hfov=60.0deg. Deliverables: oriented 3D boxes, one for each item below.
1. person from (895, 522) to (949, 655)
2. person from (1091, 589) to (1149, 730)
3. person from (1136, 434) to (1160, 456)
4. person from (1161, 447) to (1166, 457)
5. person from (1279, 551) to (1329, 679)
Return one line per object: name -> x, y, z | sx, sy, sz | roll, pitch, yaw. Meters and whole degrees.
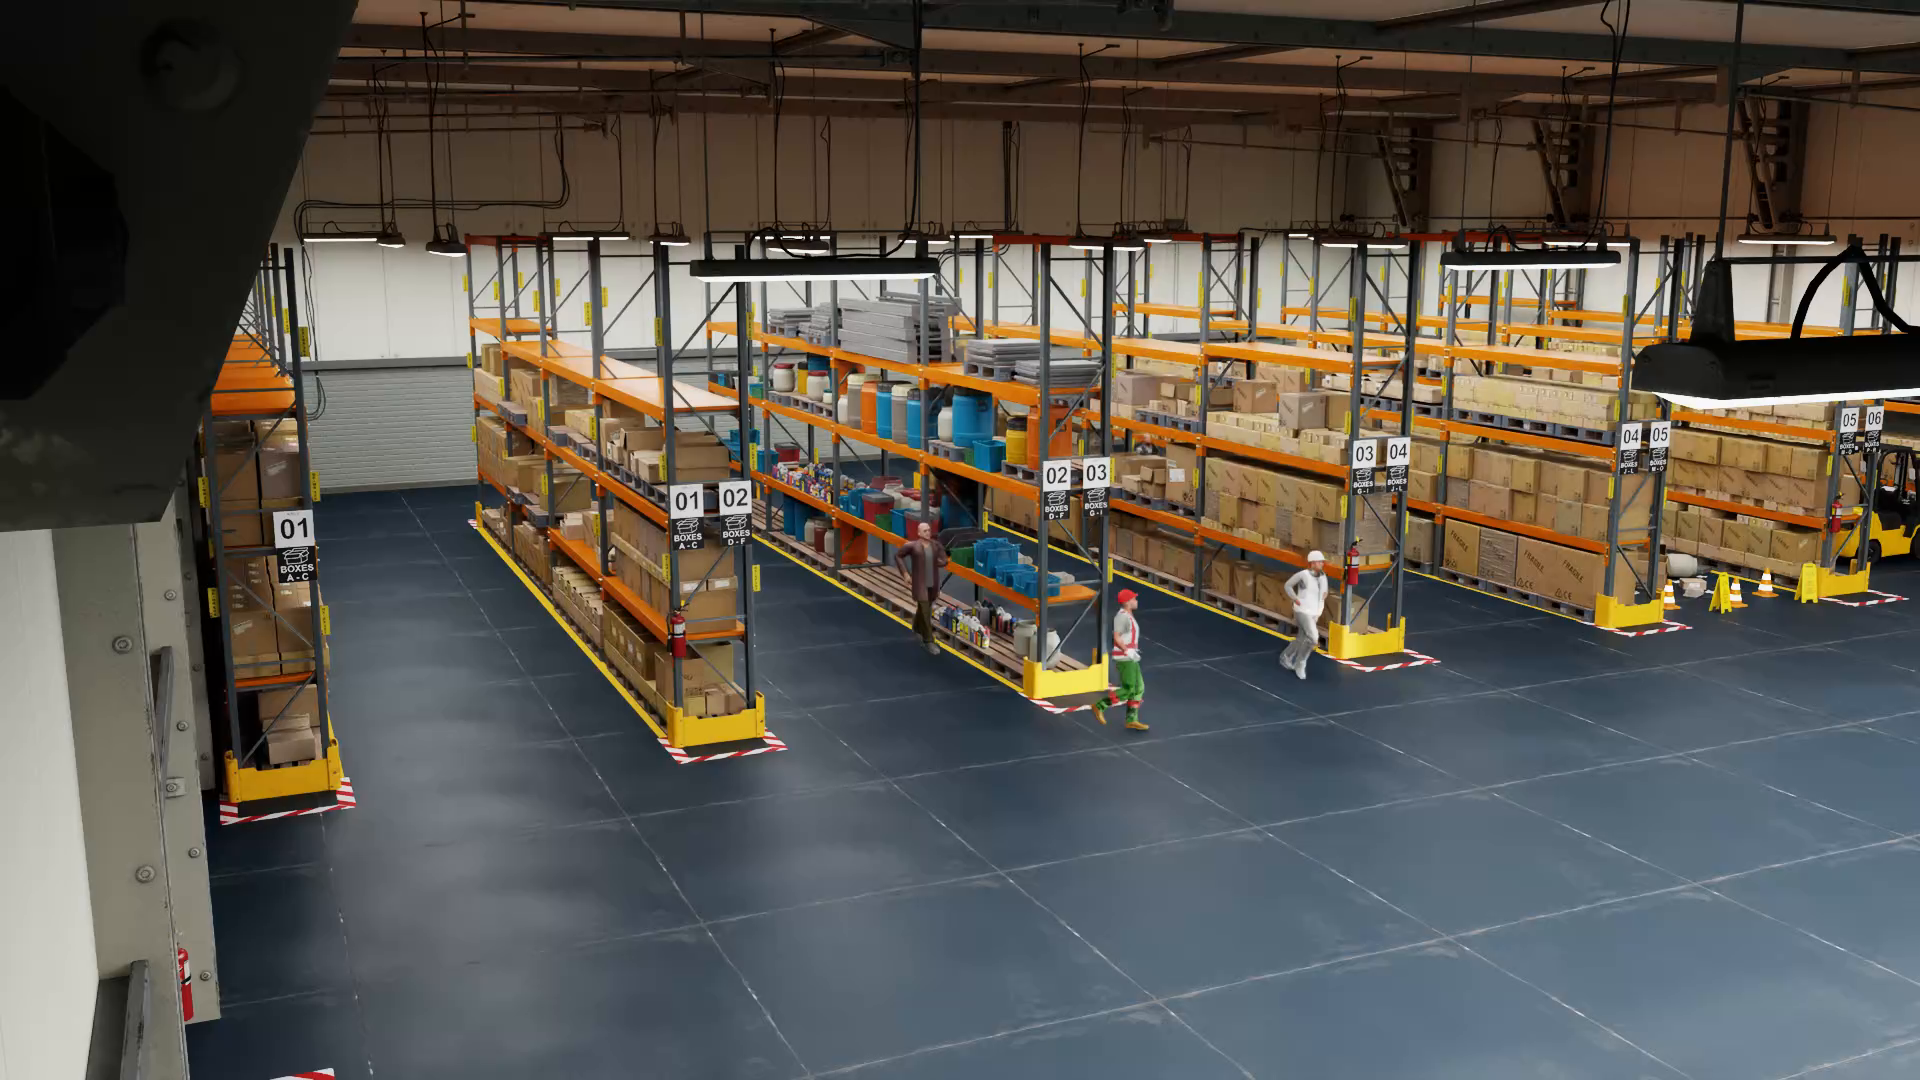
person -> -0.516, 0.648, 23.493 | 0.691, 1.820, 0.860 | -7, 13, -30
person -> 2.035, 1.478, 20.931 | 0.735, 1.745, 0.722 | 2, 11, 8
person -> 4.120, -1.496, 36.323 | 0.674, 1.670, 0.789 | -3, 11, -15
person -> 5.152, -2.482, 41.474 | 0.605, 1.673, 0.873 | -7, 13, -32
person -> 4.879, 1.020, 23.398 | 0.671, 1.781, 0.707 | -9, 14, -38
